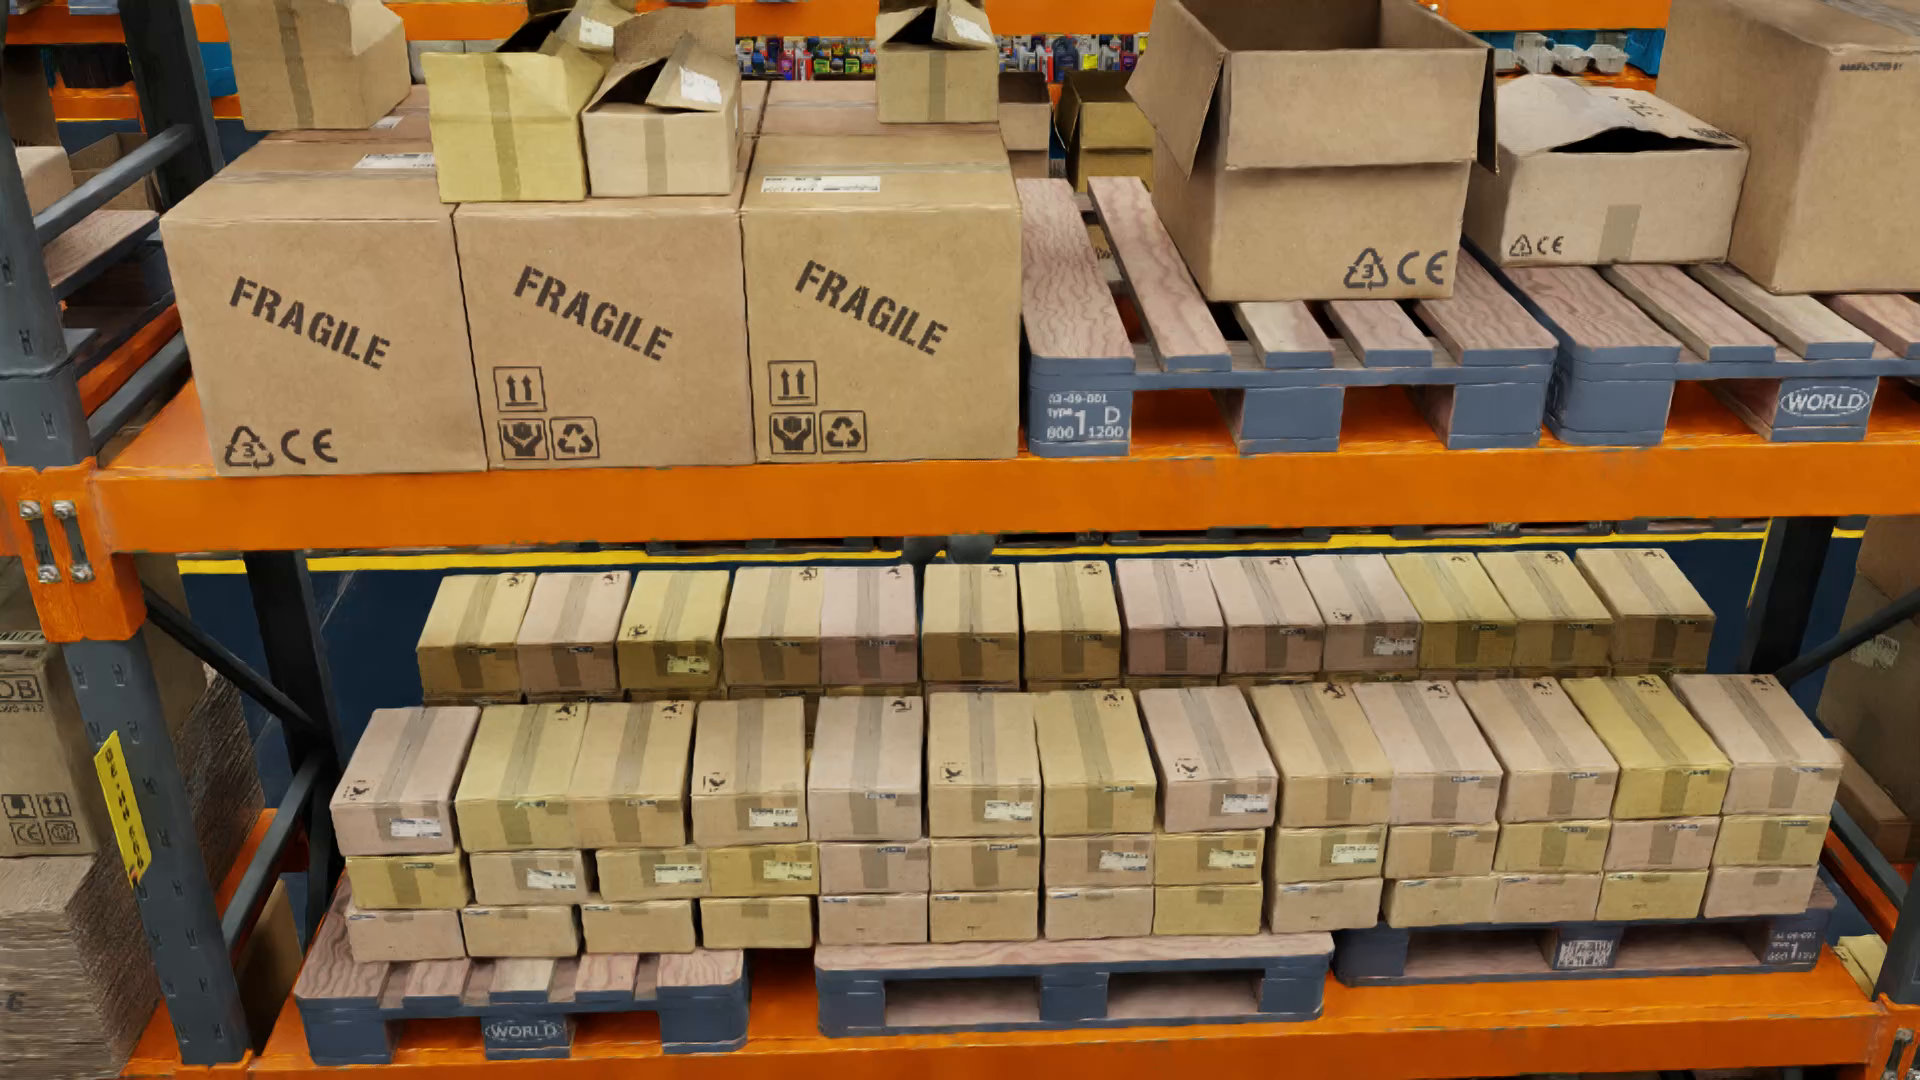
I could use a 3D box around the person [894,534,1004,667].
[{"bbox_3d":[-0.056,-0.076,7.289,0.639,1.622,0.486,7,29,13],"label":"person"}]
